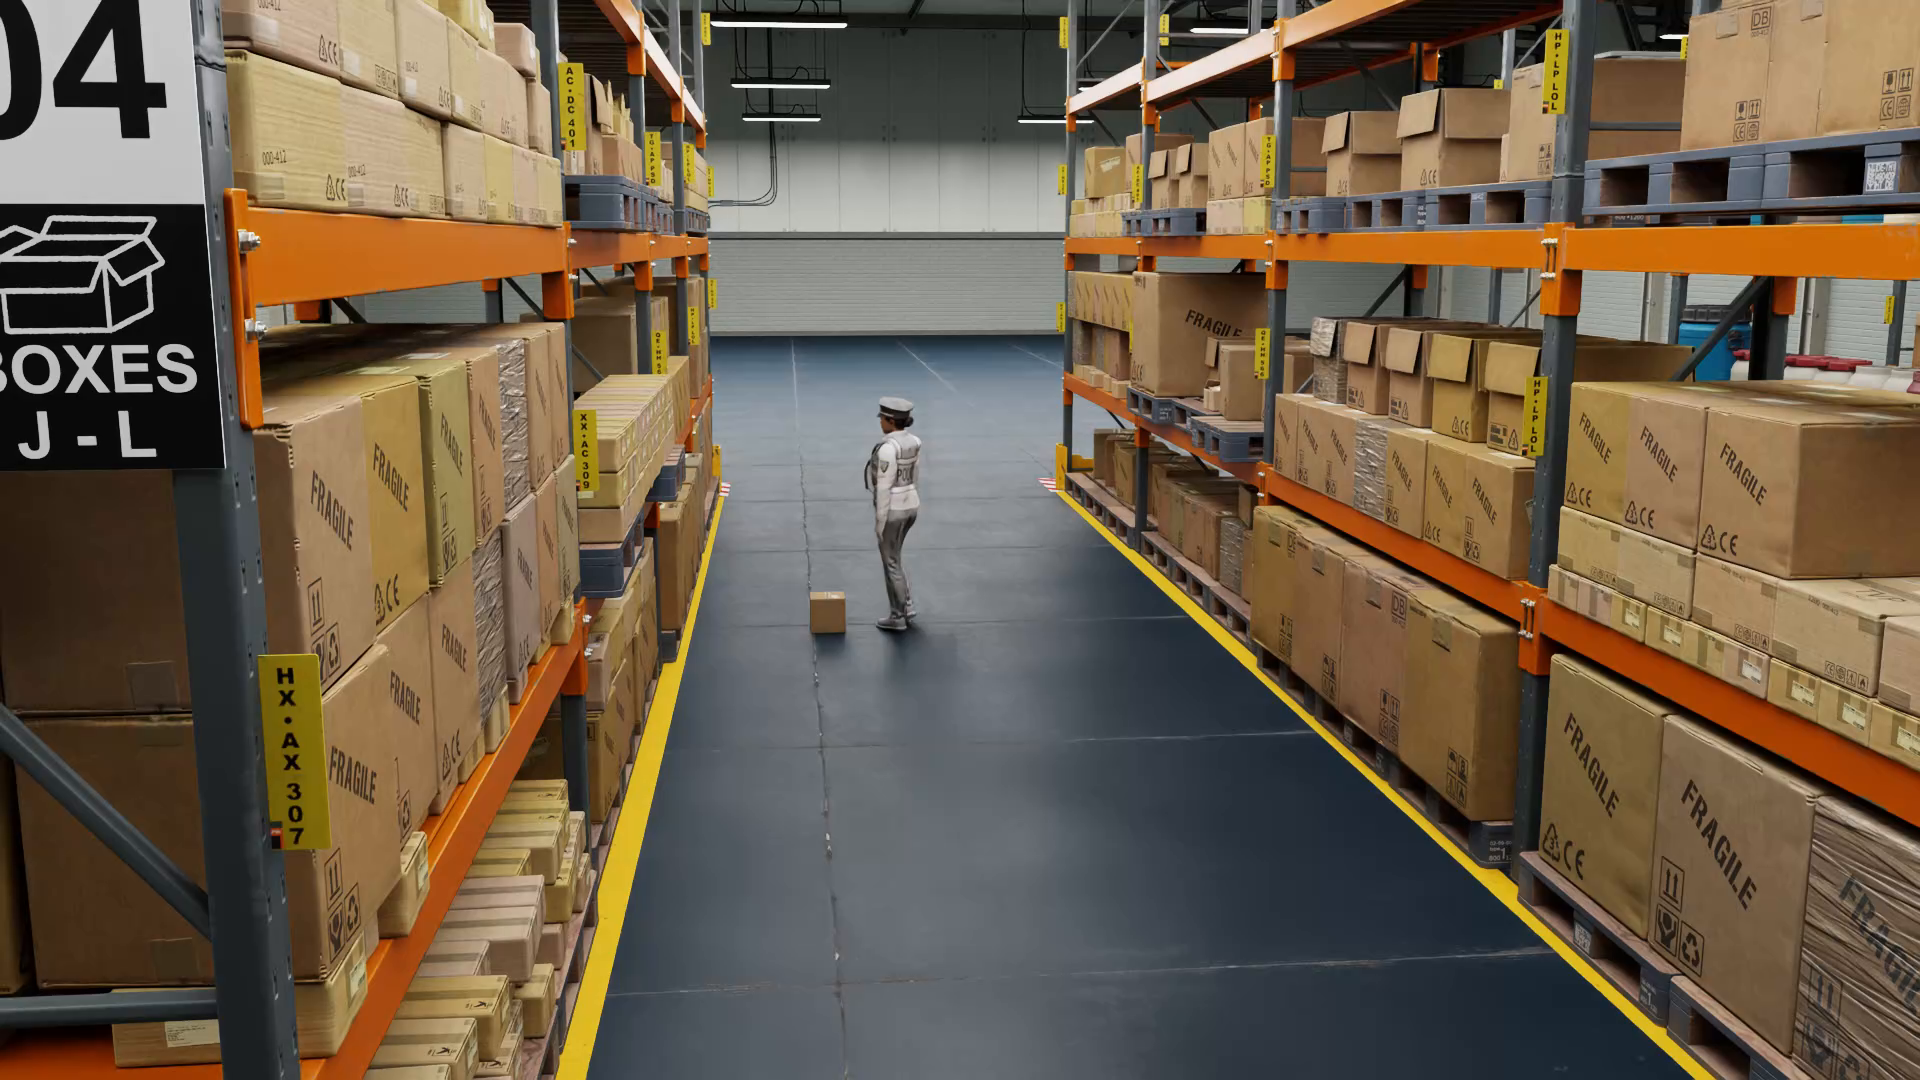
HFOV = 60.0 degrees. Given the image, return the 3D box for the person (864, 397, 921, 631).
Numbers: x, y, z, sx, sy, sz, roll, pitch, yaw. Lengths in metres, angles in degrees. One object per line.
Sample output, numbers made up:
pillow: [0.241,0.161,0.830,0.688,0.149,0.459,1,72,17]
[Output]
person: [-0.481,-0.169,11.844,0.374,1.709,0.527,6,12,28]
